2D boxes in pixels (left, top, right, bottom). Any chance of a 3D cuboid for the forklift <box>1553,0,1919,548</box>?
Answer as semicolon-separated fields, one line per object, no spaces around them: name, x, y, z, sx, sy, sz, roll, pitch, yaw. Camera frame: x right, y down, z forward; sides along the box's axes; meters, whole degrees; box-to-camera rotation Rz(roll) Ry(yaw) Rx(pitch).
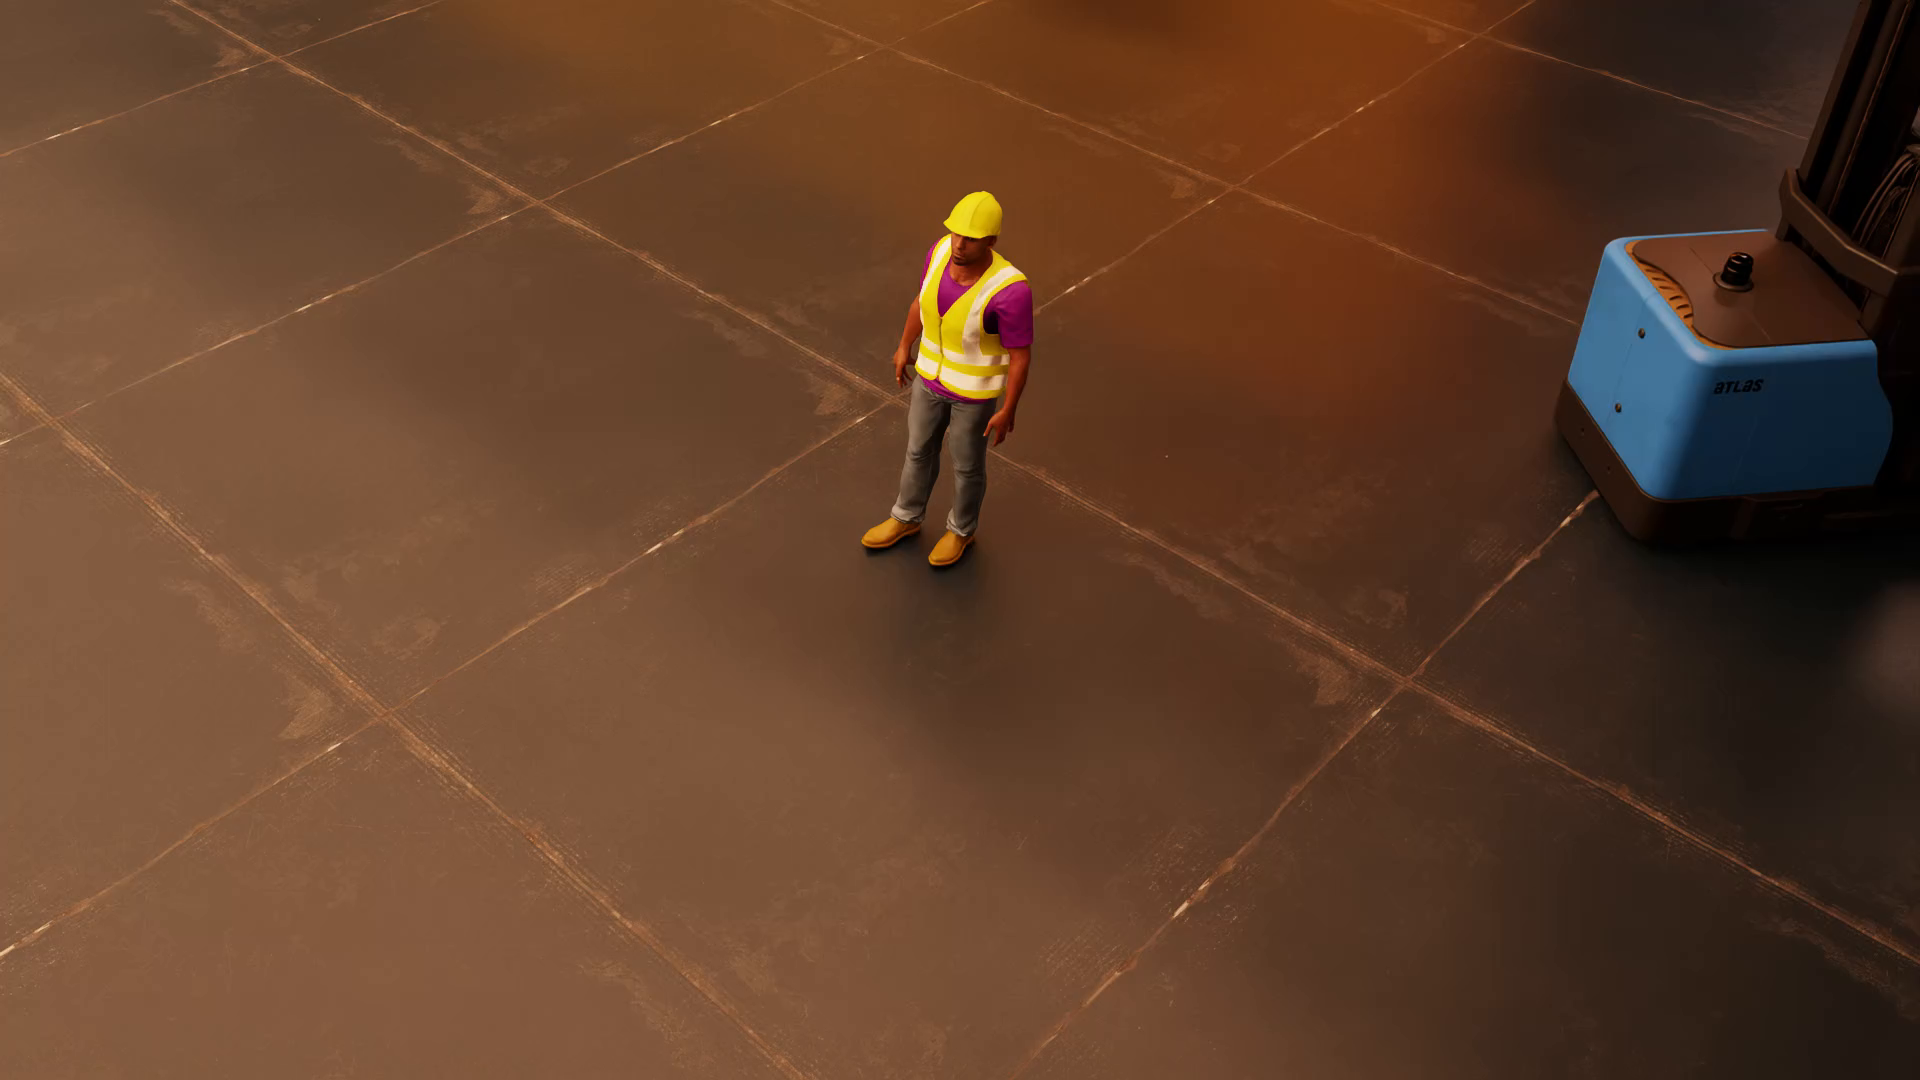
forklift;4.504;-1.491;7.167;3.031;2.935;1.130;-4;41;-5

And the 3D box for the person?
person;-0.051;-0.644;7.063;0.666;1.768;0.575;31;49;31
